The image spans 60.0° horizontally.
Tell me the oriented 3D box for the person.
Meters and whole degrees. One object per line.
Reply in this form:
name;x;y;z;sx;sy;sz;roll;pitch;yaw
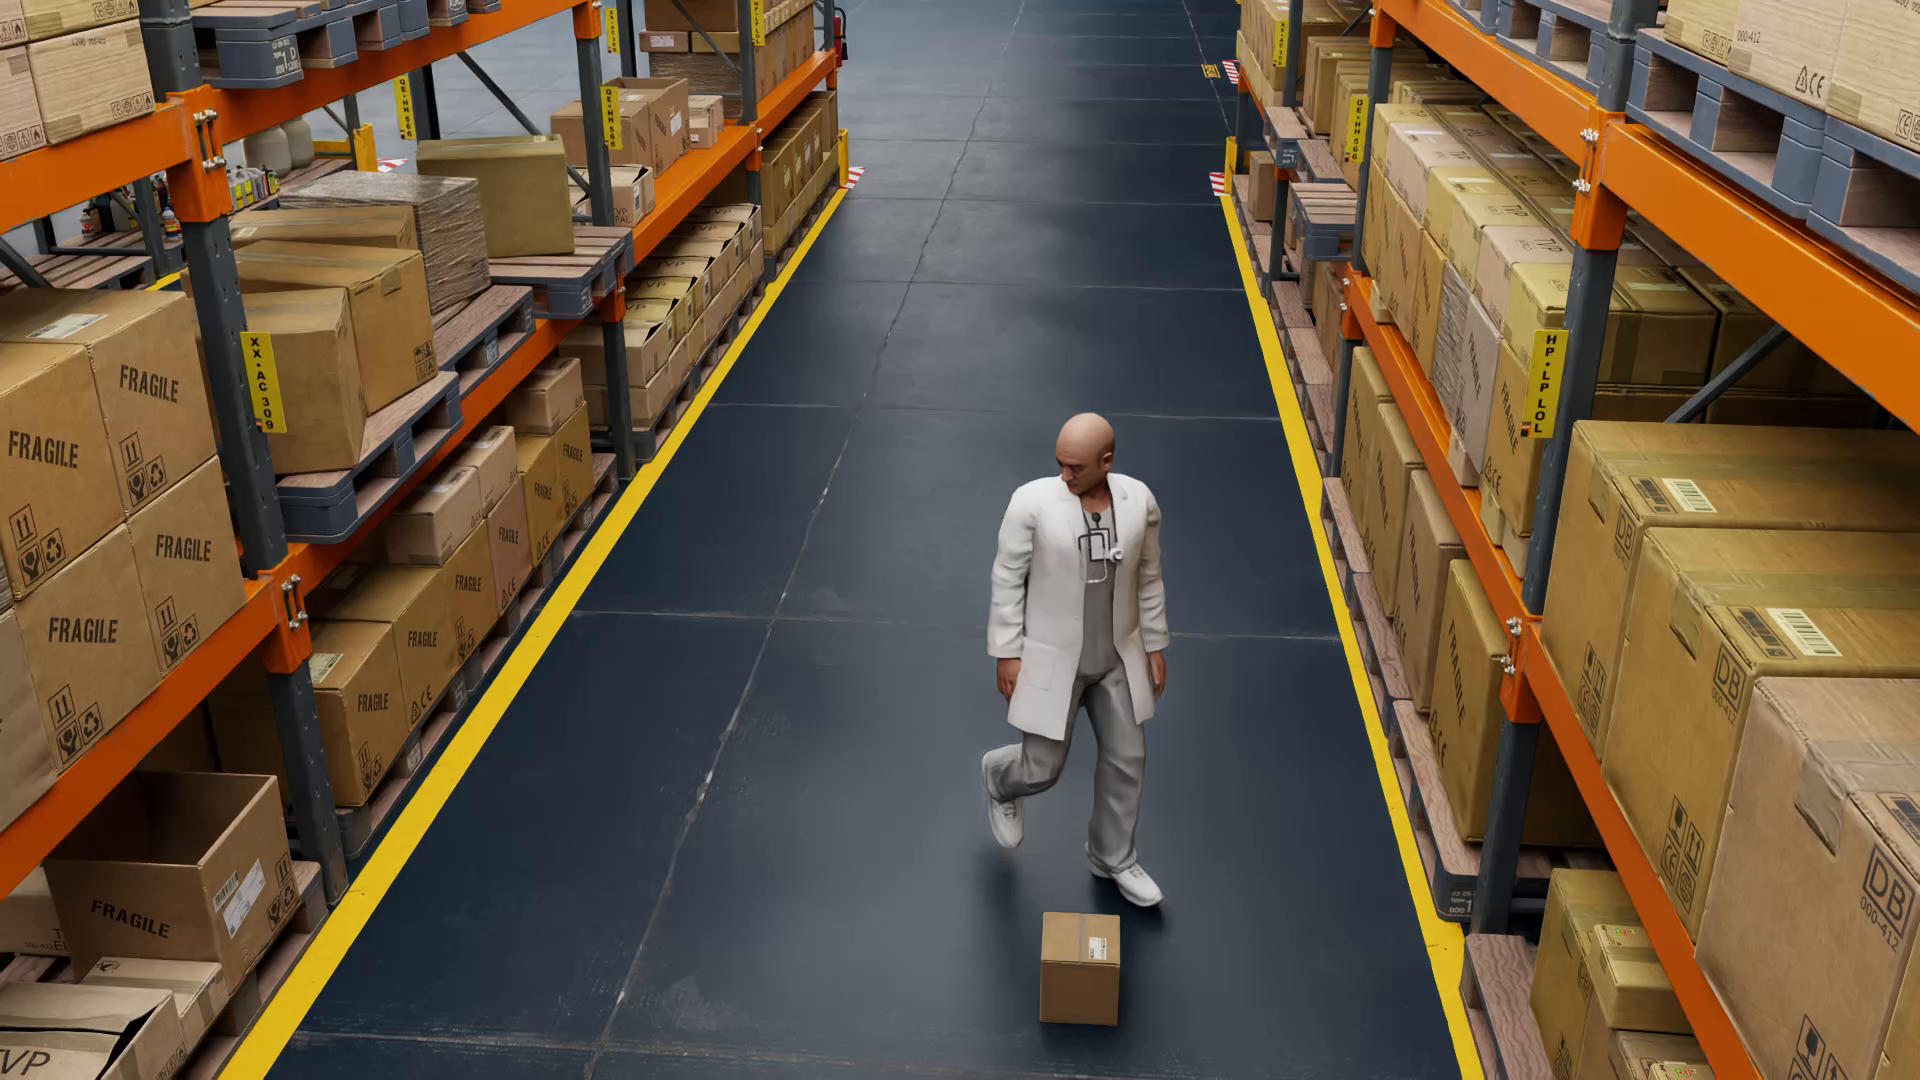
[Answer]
person;0.403;0.382;5.729;0.645;1.762;0.743;-8;25;-18
